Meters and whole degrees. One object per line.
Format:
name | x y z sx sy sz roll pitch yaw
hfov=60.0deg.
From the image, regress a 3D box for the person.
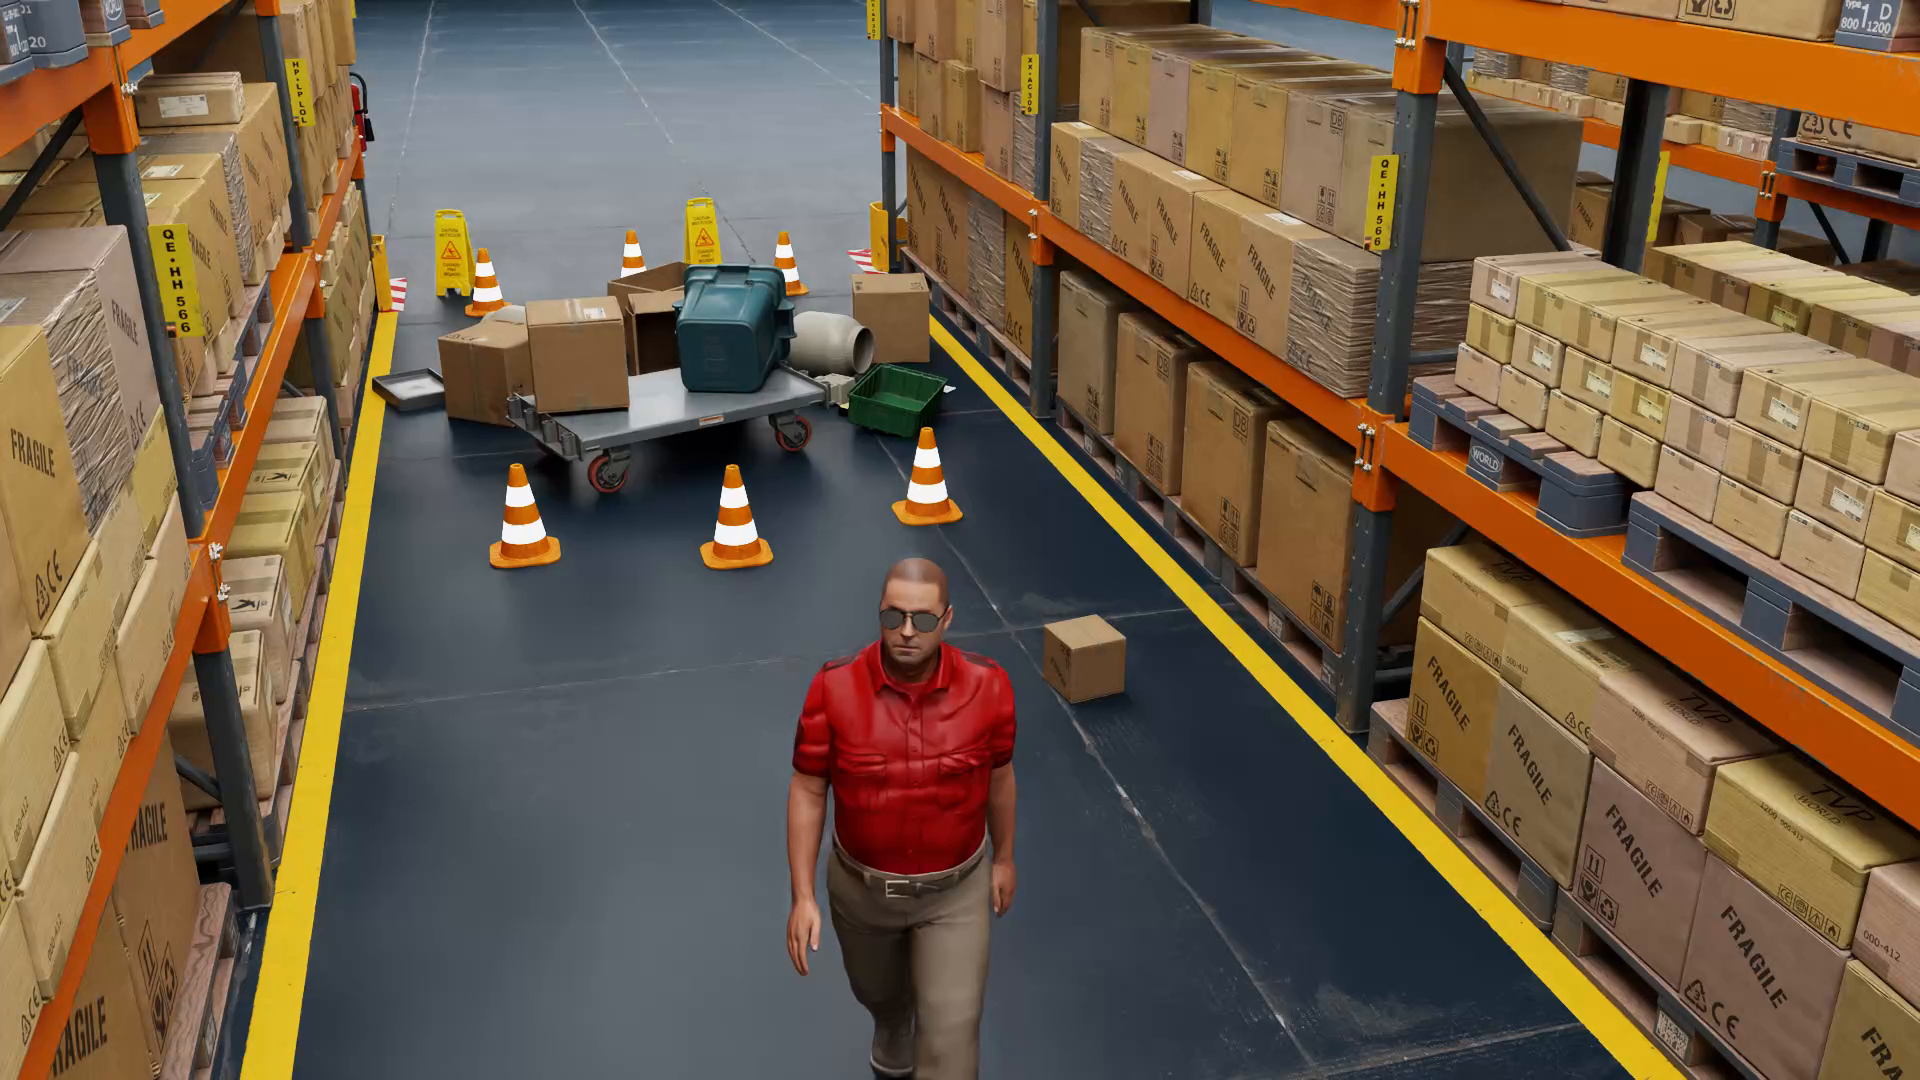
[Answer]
person | -0.138 0.849 4.095 0.561 1.673 1.037 1 23 1
